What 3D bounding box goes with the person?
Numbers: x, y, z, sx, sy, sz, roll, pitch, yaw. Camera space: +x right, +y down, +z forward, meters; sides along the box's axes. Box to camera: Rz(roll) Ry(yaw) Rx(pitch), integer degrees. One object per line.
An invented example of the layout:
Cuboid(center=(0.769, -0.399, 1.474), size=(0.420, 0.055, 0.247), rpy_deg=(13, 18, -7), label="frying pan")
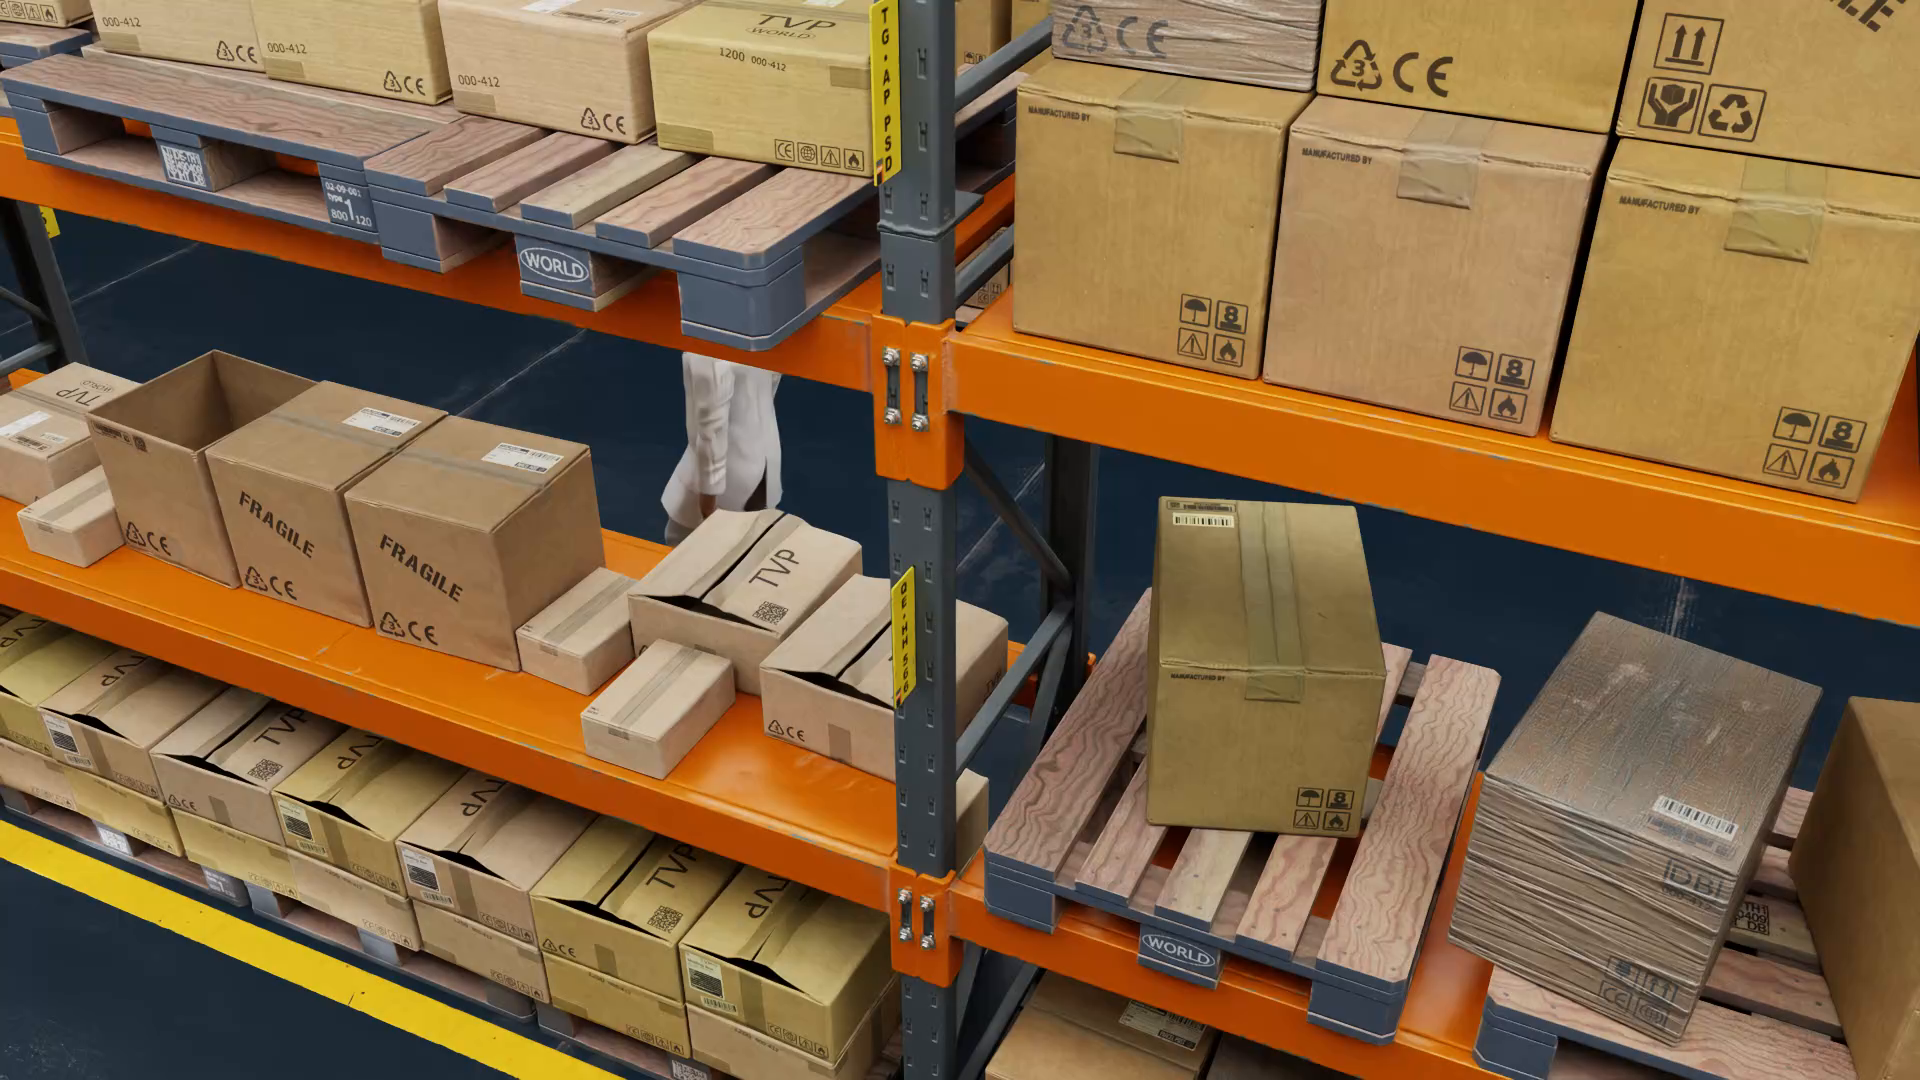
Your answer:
Cuboid(center=(-0.935, -0.304, 6.631), size=(0.413, 1.847, 0.617), rpy_deg=(16, 36, 22), label="person")
